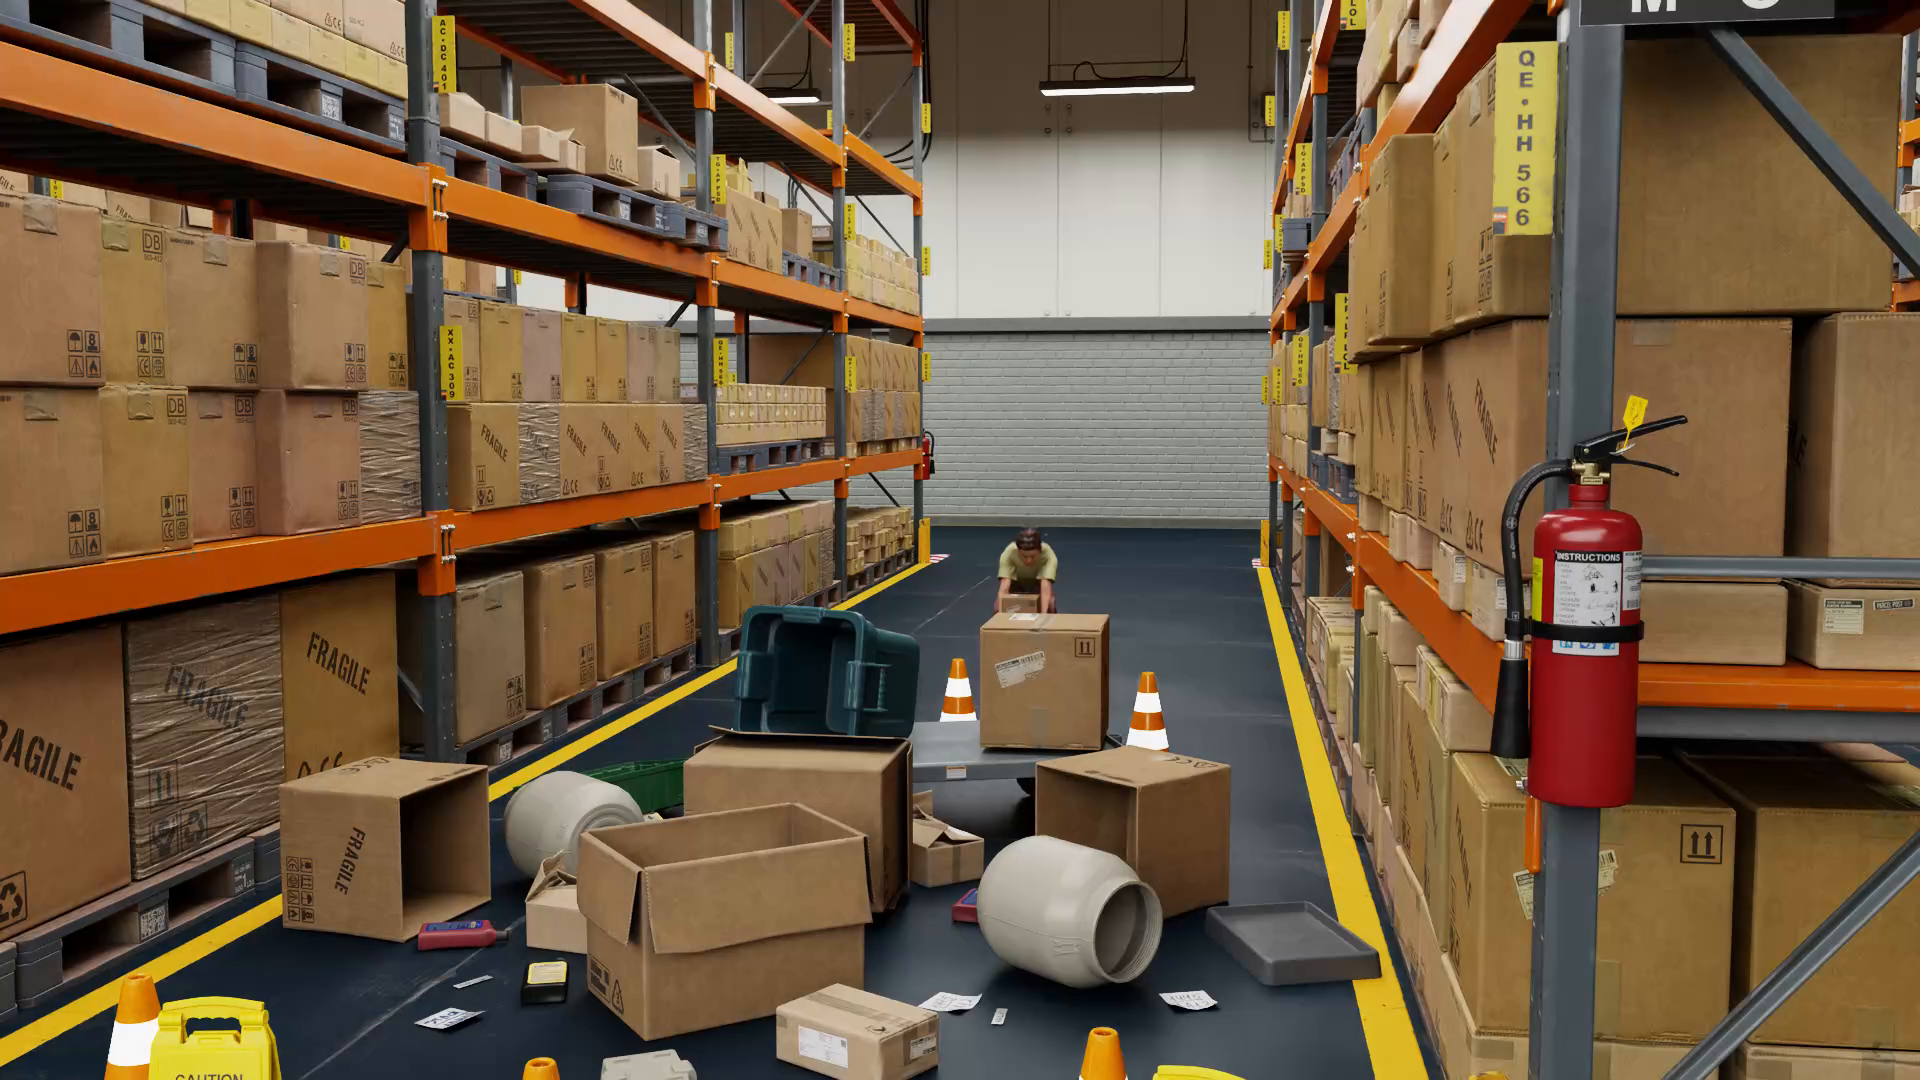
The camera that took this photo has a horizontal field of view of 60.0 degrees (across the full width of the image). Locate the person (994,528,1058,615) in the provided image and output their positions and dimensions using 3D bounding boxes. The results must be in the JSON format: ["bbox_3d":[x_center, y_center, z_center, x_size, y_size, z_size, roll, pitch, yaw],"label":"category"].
[{"bbox_3d":[0.484,0.360,12.077,0.461,0.932,0.830,1,5,7],"label":"person"}]
